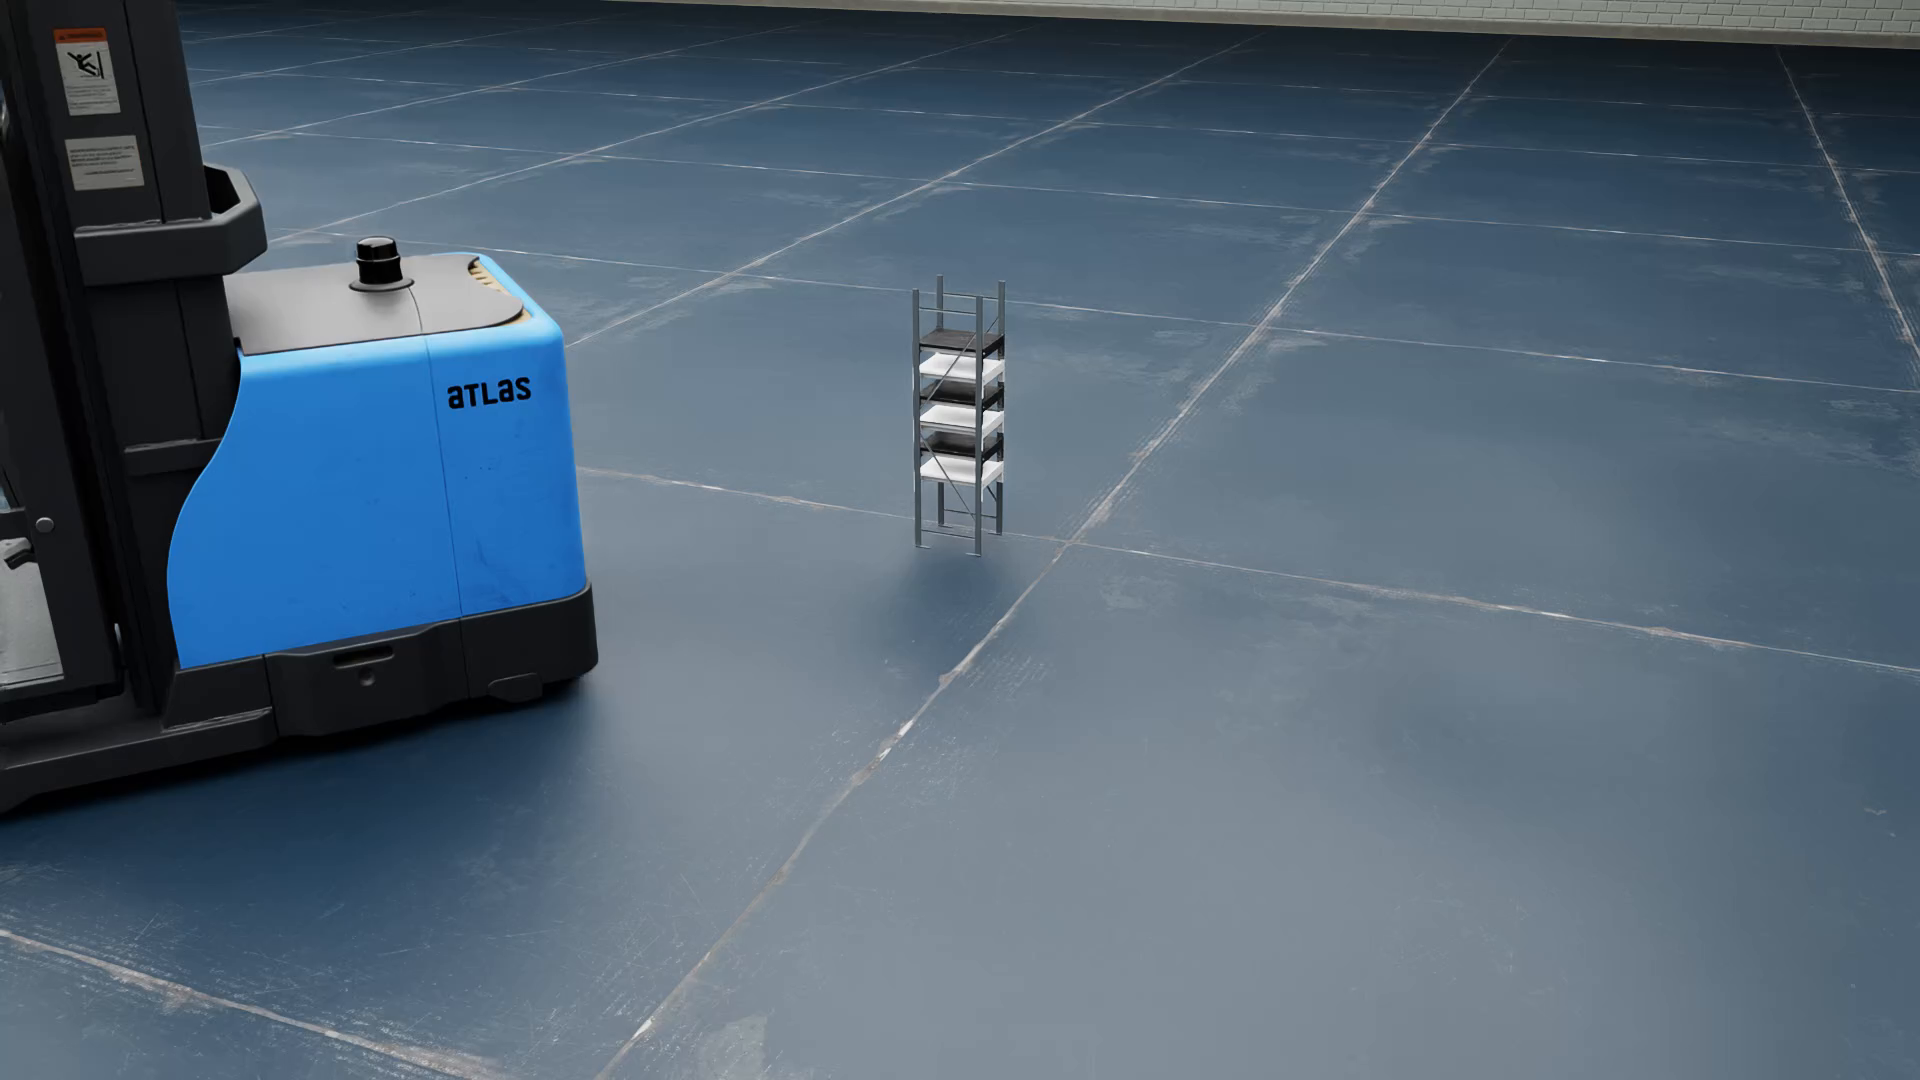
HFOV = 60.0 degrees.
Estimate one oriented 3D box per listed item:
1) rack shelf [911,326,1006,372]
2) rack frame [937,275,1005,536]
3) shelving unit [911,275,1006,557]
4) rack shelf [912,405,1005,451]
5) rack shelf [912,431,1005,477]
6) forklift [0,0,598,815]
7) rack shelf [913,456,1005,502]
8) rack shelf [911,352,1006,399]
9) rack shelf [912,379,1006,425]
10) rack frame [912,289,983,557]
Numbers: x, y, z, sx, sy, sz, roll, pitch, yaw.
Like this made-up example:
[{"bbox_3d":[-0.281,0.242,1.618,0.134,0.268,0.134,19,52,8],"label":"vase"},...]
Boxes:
[{"bbox_3d":[-0.003,-0.631,5.478,0.258,0.077,0.200,9,24,20],"label":"rack shelf"},{"bbox_3d":[0.035,-0.449,5.657,0.240,0.900,0.006,9,24,20],"label":"rack frame"},{"bbox_3d":[-0.003,-0.412,5.570,0.258,0.900,0.210,9,24,20],"label":"shelving unit"},{"bbox_3d":[-0.003,-0.382,5.582,0.258,0.077,0.200,9,24,20],"label":"rack shelf"},{"bbox_3d":[-0.003,-0.299,5.617,0.258,0.077,0.200,9,24,20],"label":"rack shelf"},{"bbox_3d":[-2.584,-0.840,3.959,3.031,2.935,1.130,-11,25,-24],"label":"forklift"},{"bbox_3d":[-0.003,-0.215,5.652,0.258,0.077,0.200,9,24,20],"label":"rack shelf"},{"bbox_3d":[-0.003,-0.548,5.513,0.258,0.077,0.200,9,24,20],"label":"rack shelf"},{"bbox_3d":[-0.003,-0.465,5.548,0.258,0.077,0.200,9,24,20],"label":"rack shelf"},{"bbox_3d":[-0.041,-0.376,5.483,0.240,0.900,0.006,9,24,20],"label":"rack frame"}]
